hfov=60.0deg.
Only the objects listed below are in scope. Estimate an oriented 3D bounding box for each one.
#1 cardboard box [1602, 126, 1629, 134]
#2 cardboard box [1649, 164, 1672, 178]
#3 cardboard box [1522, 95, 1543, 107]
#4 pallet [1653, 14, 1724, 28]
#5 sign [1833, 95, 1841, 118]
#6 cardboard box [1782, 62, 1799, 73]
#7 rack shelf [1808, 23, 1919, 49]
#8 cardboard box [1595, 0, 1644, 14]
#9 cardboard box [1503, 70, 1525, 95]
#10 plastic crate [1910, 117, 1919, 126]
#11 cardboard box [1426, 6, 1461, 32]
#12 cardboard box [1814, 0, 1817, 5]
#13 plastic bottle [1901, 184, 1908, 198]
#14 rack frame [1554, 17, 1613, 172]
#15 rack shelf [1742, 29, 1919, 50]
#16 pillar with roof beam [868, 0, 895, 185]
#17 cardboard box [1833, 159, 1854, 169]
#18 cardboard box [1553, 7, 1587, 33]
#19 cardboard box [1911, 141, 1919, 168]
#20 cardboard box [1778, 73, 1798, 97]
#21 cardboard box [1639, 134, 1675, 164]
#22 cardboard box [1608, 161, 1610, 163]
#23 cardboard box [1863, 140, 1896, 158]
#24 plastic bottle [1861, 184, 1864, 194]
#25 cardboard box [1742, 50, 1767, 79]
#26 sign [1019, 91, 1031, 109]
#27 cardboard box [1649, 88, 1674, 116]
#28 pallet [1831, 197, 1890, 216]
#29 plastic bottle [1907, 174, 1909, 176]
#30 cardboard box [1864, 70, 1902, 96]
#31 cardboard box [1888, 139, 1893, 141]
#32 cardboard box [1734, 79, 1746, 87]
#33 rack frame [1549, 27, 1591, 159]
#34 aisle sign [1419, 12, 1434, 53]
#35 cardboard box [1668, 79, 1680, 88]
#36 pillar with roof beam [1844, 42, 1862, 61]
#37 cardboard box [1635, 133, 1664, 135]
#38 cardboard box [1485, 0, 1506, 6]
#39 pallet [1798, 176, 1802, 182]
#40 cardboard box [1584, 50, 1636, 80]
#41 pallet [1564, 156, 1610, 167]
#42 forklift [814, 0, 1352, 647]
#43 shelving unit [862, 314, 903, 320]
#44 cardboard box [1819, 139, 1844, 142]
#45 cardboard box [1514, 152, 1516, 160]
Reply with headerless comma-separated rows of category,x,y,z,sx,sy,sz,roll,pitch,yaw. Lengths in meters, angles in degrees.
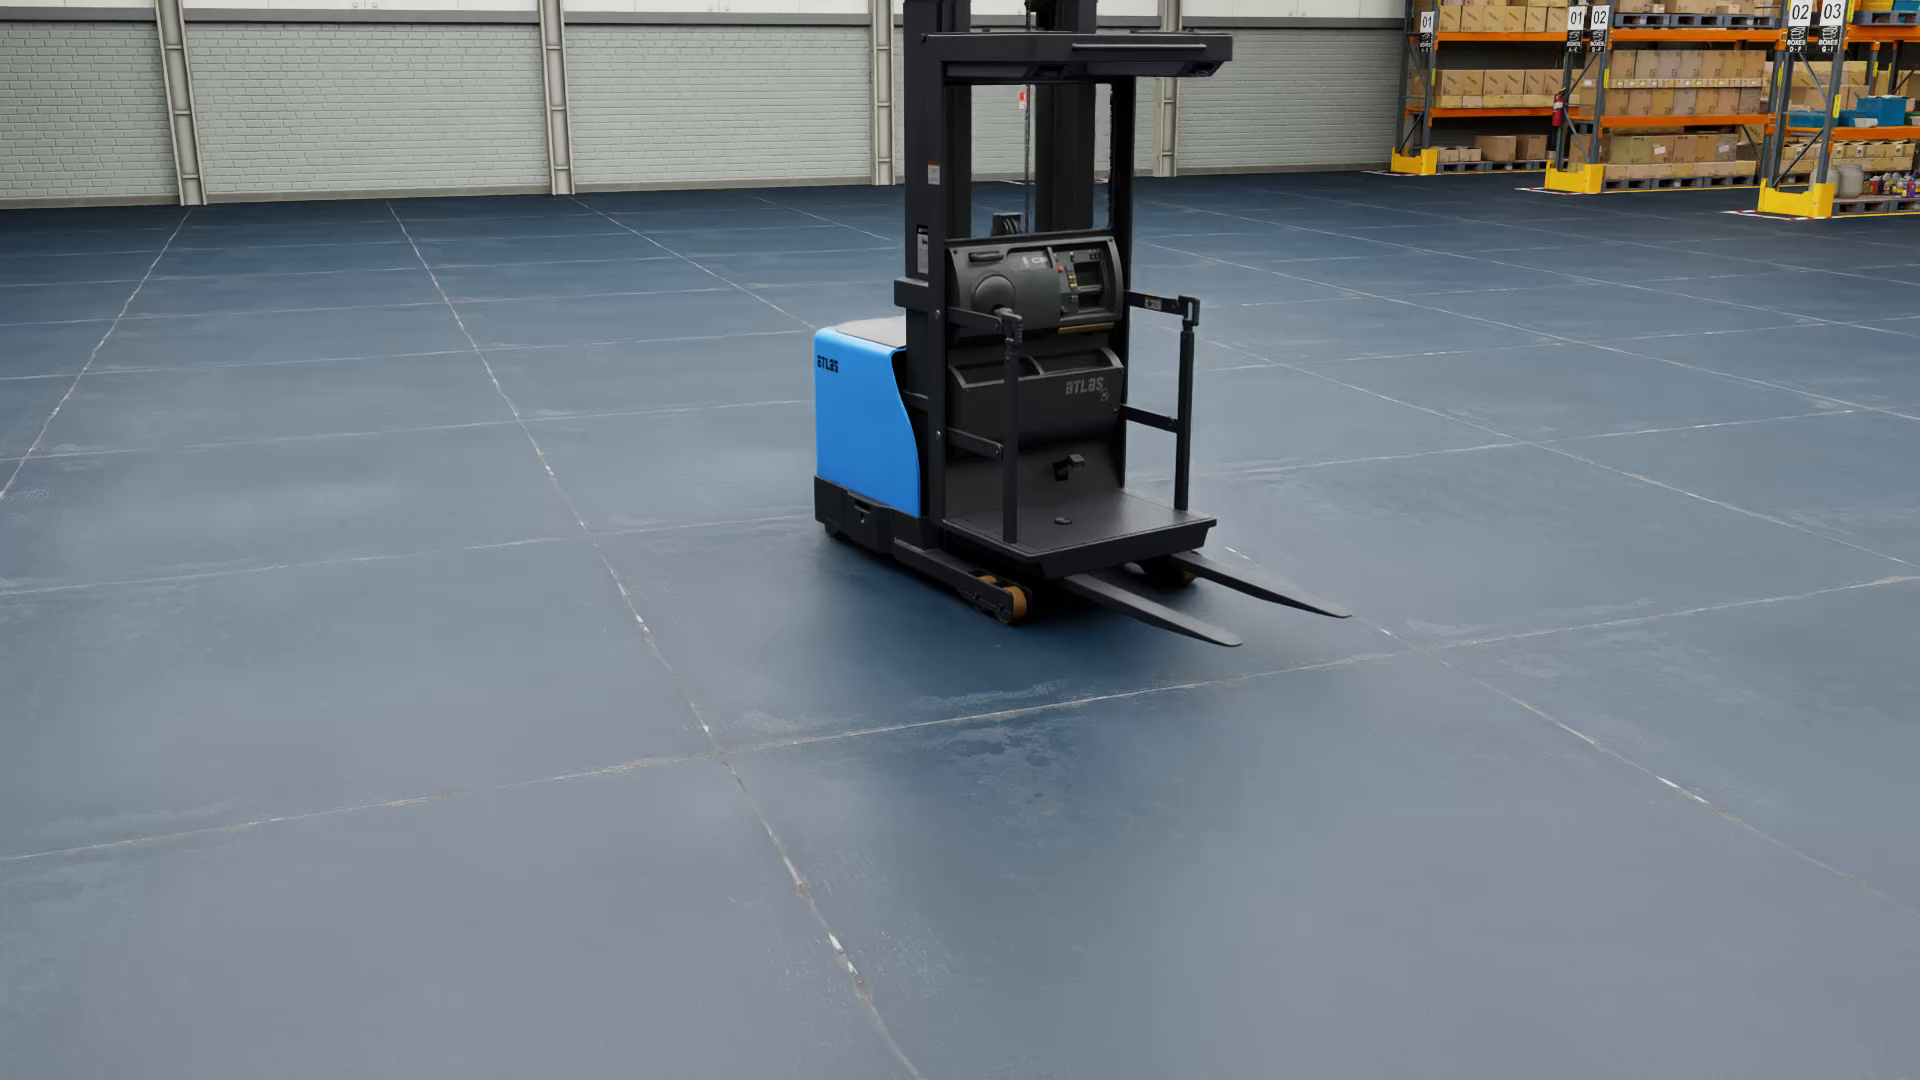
cardboard box,14.223,-9.014,36.295,0.500,0.250,0.500,-7,18,-21
cardboard box,12.686,-6.792,30.538,0.500,0.250,0.500,-6,17,-20
cardboard box,11.866,-9.226,34.923,0.500,0.250,0.500,-6,17,-20
pallet,12.984,-9.398,30.111,1.213,0.211,1.003,-6,17,-20
sign,13.135,-6.497,24.906,0.005,0.325,0.100,-6,17,-20
cardboard box,18.351,-10.566,37.183,0.500,0.250,0.500,-6,17,-20
rack shelf,14.809,-7.805,25.805,4.000,0.370,1.077,-6,17,-20
cardboard box,11.711,-9.627,29.556,0.637,0.503,0.797,-5,17,-16
cardboard box,11.378,-9.535,34.643,0.500,0.500,0.500,-6,17,-18
plastic crate,15.251,-6.555,26.065,0.437,0.136,0.530,-6,17,-20
cardboard box,9.799,-10.580,33.767,0.500,0.500,0.500,-6,17,-19
cardboard box,16.022,-10.260,31.078,0.500,0.500,0.500,-4,17,-15
plastic bottle,14.843,-5.489,26.151,0.097,0.201,0.097,0,16,0
rack frame,11.173,-7.813,29.879,0.127,3.000,1.000,-6,17,-20
rack shelf,16.776,-9.512,31.617,4.000,0.370,1.077,-6,17,-20
pillar with roof beam,0.076,-9.950,26.509,0.400,9.000,9.100,-6,17,-20
cardboard box,16.809,-7.229,32.025,0.500,0.250,0.500,-6,17,-19
cardboard box,12.747,-10.899,34.854,0.500,0.500,0.500,-6,17,-19
cardboard box,19.171,-7.602,32.816,0.500,0.500,0.500,-5,17,-18
cardboard box,18.369,-10.204,37.282,0.500,0.500,0.500,-6,17,-20
cardboard box,12.682,-7.155,30.443,0.500,0.500,0.500,-6,17,-20
cardboard box,12.031,-6.880,30.838,0.500,0.250,0.500,-6,17,-20
cardboard box,17.759,-7.599,32.290,0.500,0.311,0.500,-6,18,-21
plastic bottle,14.500,-5.678,26.795,0.097,0.201,0.097,0,16,0
cardboard box,14.496,-8.840,30.897,0.500,0.500,0.700,-6,17,-20
sign,1.264,-8.558,32.354,0.234,0.329,0.001,-6,17,-20
cardboard box,12.568,-8.007,30.363,0.500,0.500,0.700,-6,17,-20
pallet,13.757,-5.271,26.175,1.213,0.211,1.003,-6,17,-20
plastic bottle,15.429,-5.823,27.144,0.133,0.283,0.061,-5,17,-18
cardboard box,21.115,-10.520,38.565,0.700,0.700,0.980,-6,17,-19
cardboard box,21.337,-9.376,38.894,0.500,0.500,0.700,-6,17,-19
cardboard box,14.256,-8.440,30.686,0.250,0.149,0.380,-7,18,-22
rack frame,13.132,-9.519,35.689,0.127,3.000,1.000,-6,17,-20
aisle sign,9.437,-10.277,33.656,0.004,0.787,0.394,-6,17,-20
cardboard box,12.818,-8.285,30.159,0.250,0.149,0.380,-6,18,-21
pillar with roof beam,22.487,-12.369,34.749,0.400,9.000,9.100,-6,17,-20
cardboard box,12.963,-7.342,31.079,0.500,0.500,0.500,-6,17,-20
cardboard box,10.805,-11.159,33.963,0.500,0.500,0.500,-6,17,-19
pallet,16.723,-7.086,32.355,1.213,0.211,1.003,-6,17,-20
cardboard box,11.663,-8.532,29.849,0.500,0.500,0.700,-6,17,-20
pallet,13.859,-8.260,36.351,1.213,0.211,1.003,-6,17,-20
forklift,0.478,-1.190,7.447,1.130,2.935,3.031,-11,20,-32
shelving unit,-0.367,-0.683,9.061,0.252,1.050,0.215,-11,19,-32
cardboard box,17.085,-7.689,32.597,0.500,0.311,0.500,-7,18,-22
cardboard box,11.631,-8.206,35.497,0.250,0.149,0.380,-8,18,-25
